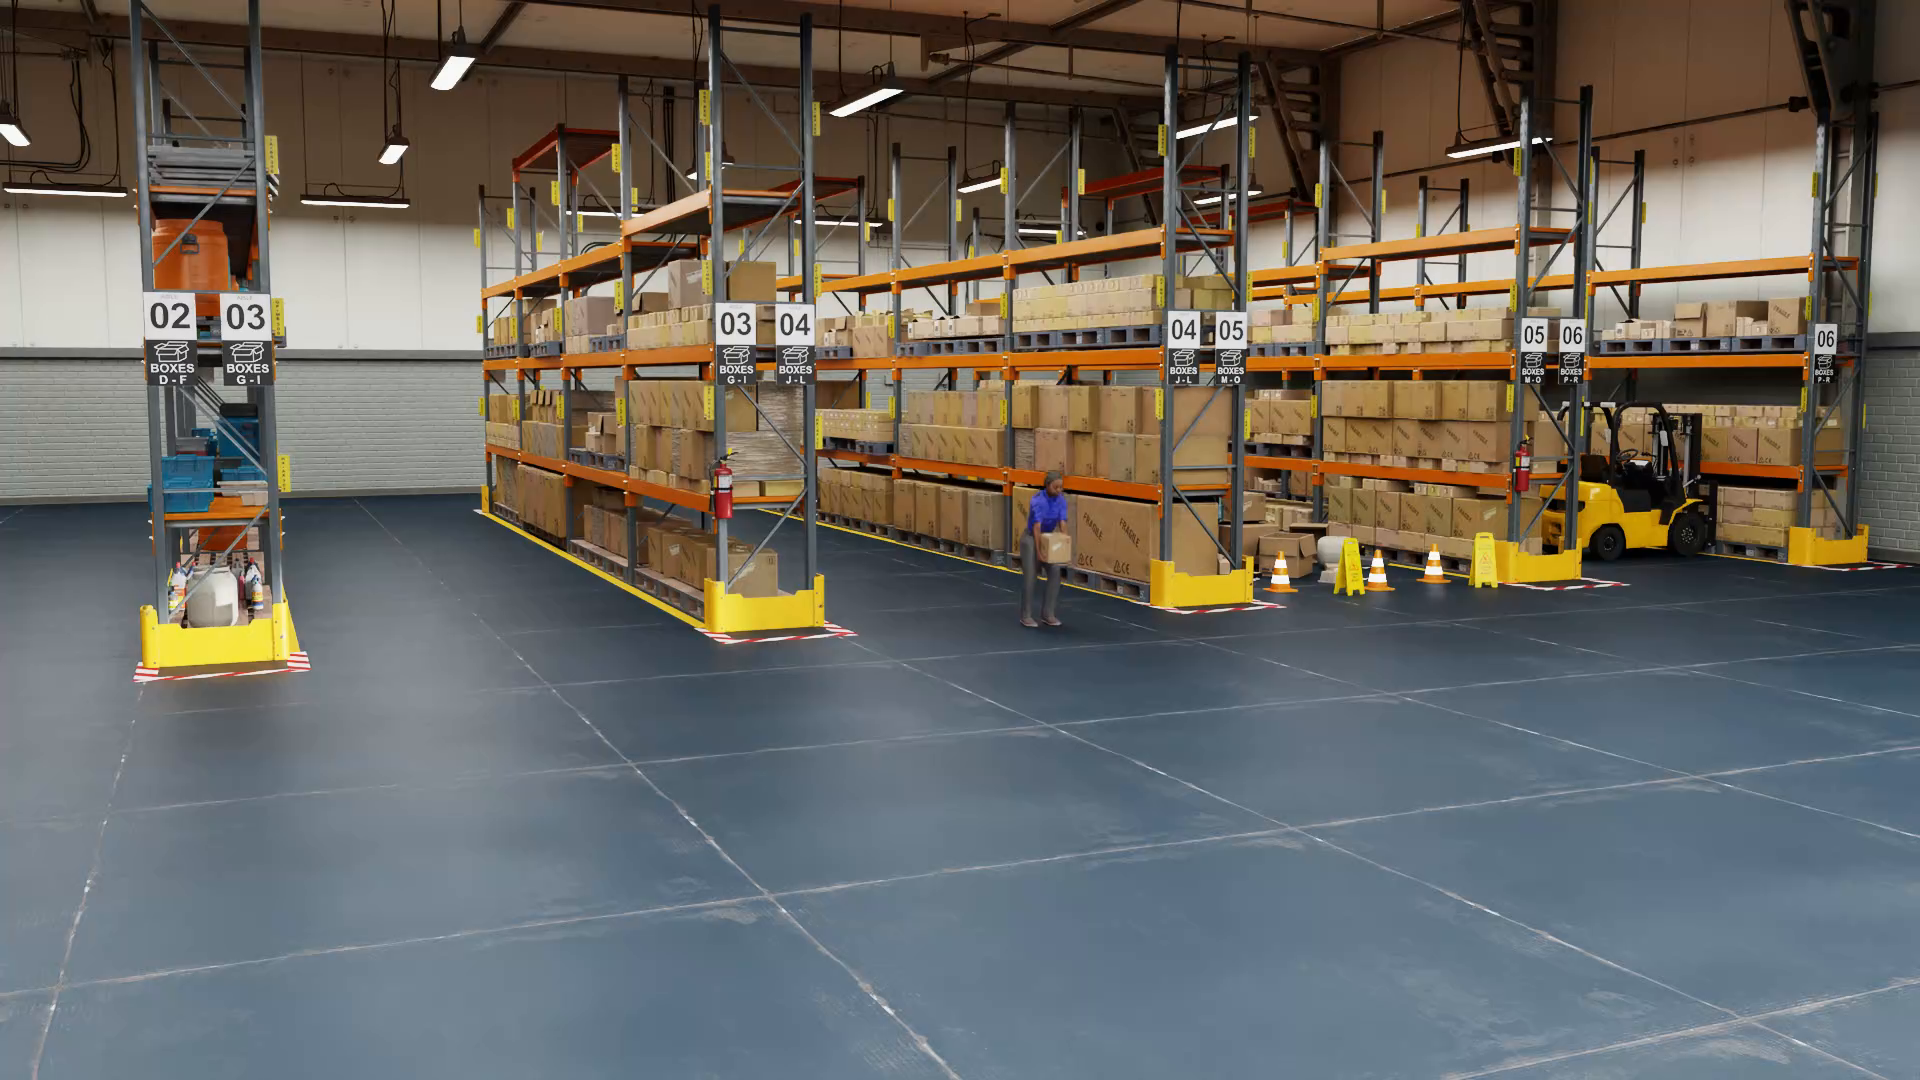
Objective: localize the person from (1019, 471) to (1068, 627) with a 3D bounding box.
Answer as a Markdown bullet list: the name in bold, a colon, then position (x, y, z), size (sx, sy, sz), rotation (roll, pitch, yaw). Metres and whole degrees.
- **person**: position (0.851, 0.088, 16.626), size (0.414, 1.569, 0.574), rotation (-3, 6, -25)
